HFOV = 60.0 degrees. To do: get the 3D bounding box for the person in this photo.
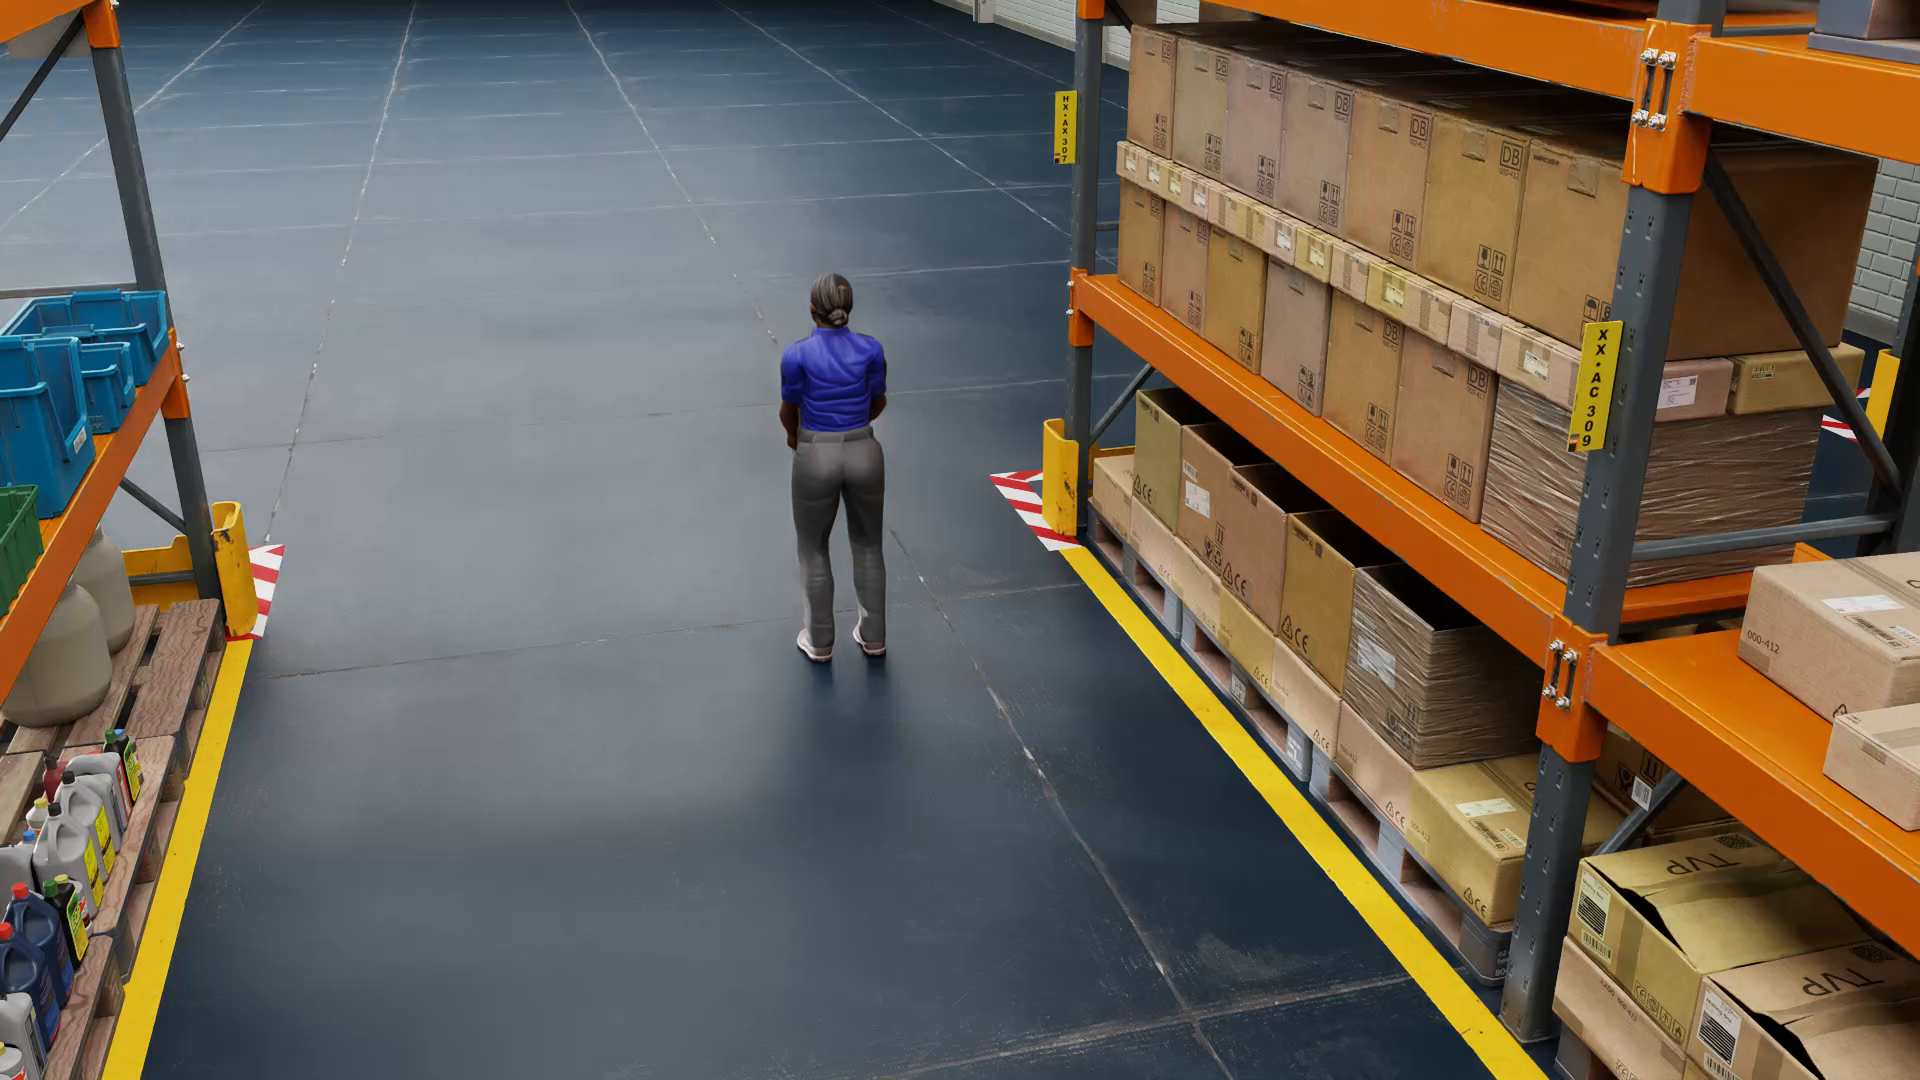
[{"bbox_3d":[-0.523,-0.322,6.871,0.445,1.656,0.497,-6,24,-15],"label":"person"}]
